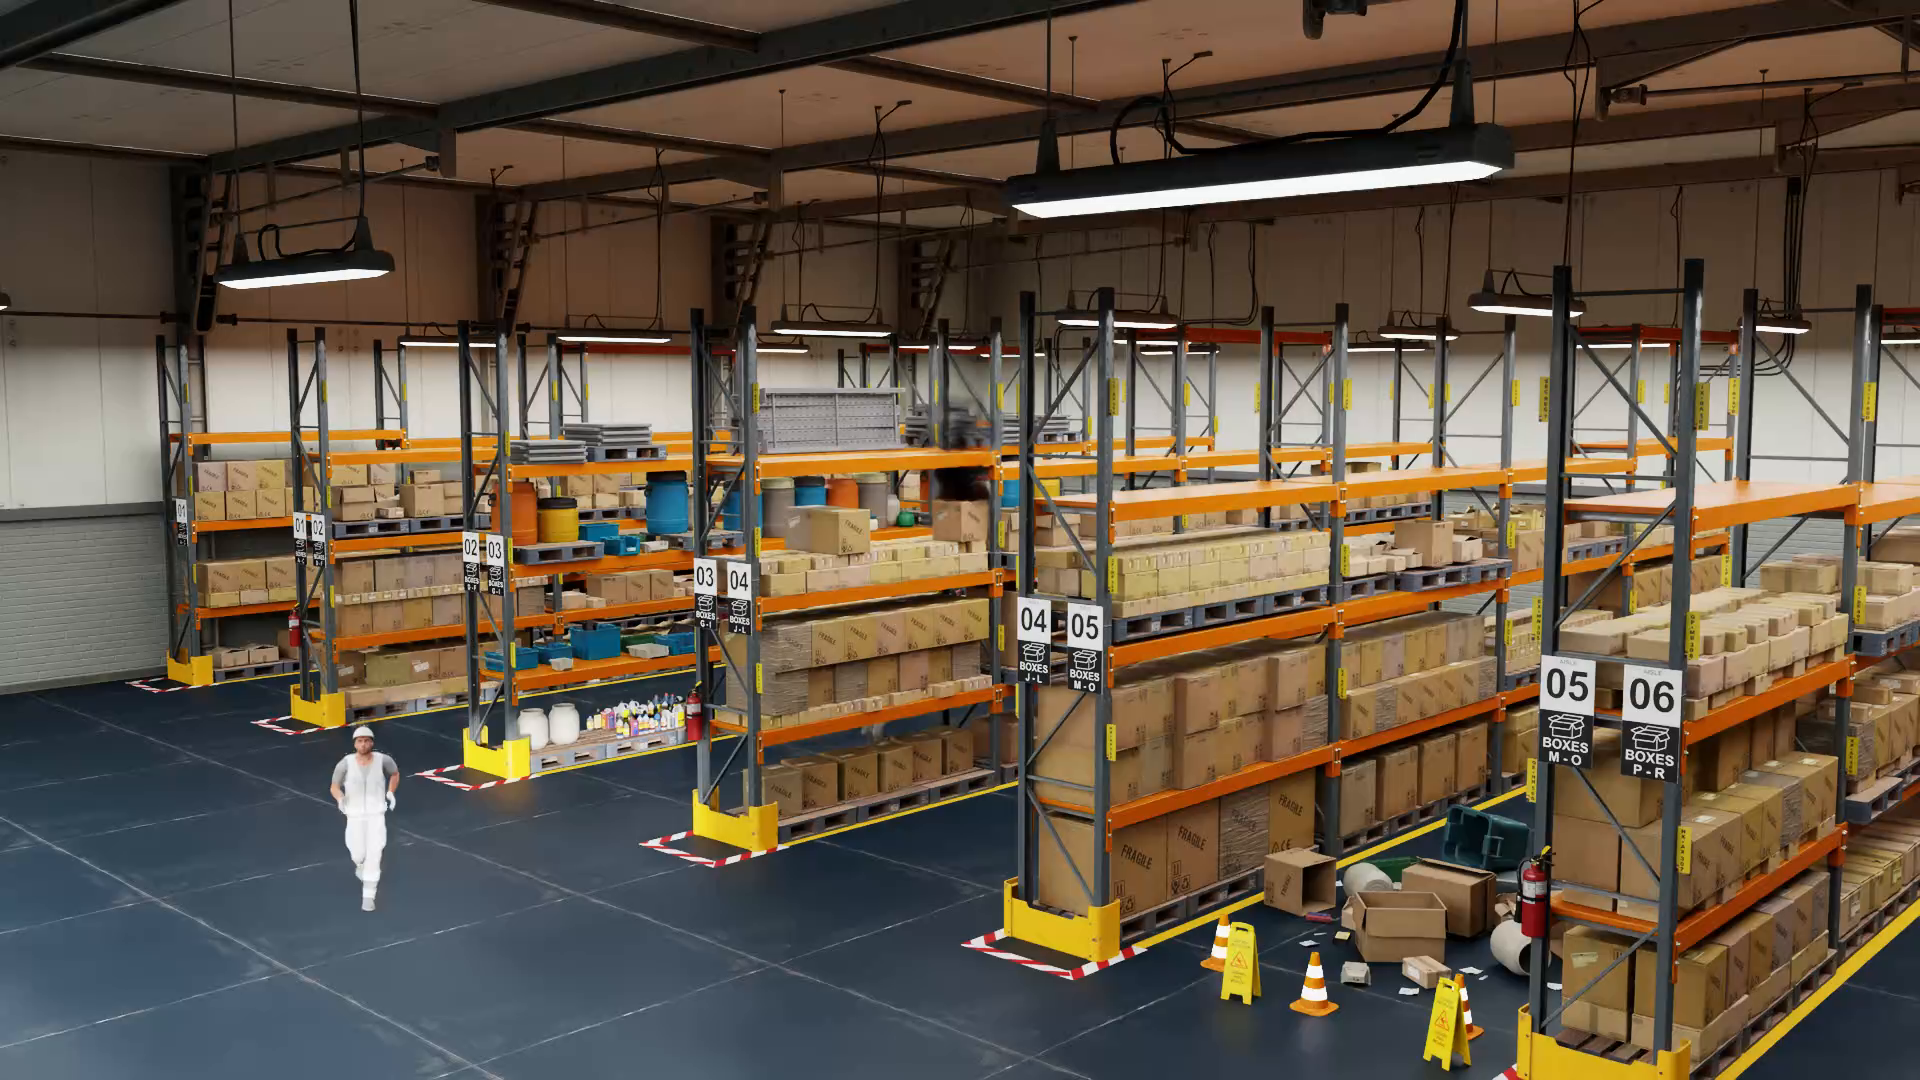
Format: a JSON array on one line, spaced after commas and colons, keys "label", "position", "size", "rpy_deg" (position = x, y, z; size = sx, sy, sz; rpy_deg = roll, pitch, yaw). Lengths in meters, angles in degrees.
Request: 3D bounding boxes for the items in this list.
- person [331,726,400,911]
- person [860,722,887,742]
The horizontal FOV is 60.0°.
[{"label": "person", "position": [-5.920, 2.733, 16.595], "size": [0.657, 1.772, 0.869], "rpy_deg": [-2, 6, -20]}, {"label": "person", "position": [-1.124, 2.233, 22.491], "size": [0.605, 1.669, 0.569], "rpy_deg": [5, 7, 44]}]
